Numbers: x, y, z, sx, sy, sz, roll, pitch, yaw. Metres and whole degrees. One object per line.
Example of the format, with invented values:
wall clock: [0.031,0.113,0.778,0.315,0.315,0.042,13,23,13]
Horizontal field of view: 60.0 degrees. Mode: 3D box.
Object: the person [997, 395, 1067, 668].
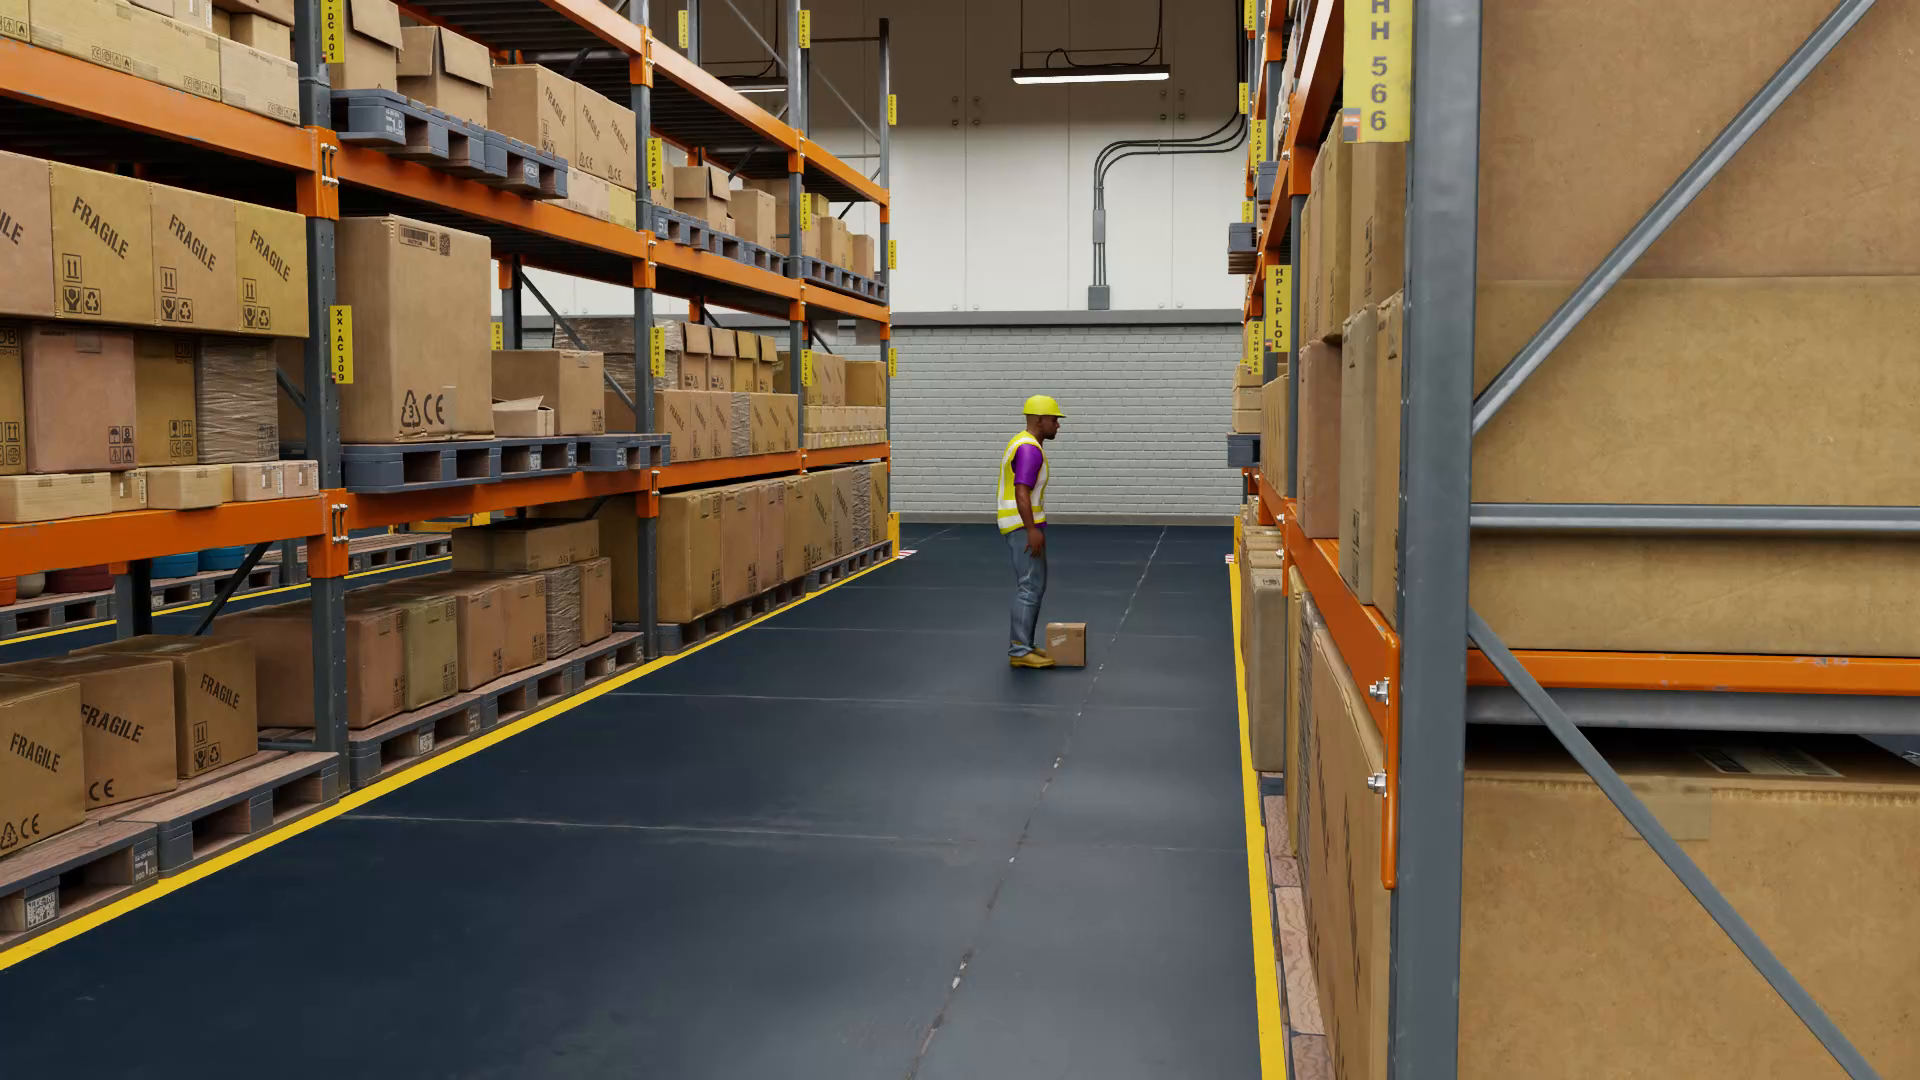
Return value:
person: [0.471,-0.069,10.918,0.454,1.761,0.635,0,4,6]
